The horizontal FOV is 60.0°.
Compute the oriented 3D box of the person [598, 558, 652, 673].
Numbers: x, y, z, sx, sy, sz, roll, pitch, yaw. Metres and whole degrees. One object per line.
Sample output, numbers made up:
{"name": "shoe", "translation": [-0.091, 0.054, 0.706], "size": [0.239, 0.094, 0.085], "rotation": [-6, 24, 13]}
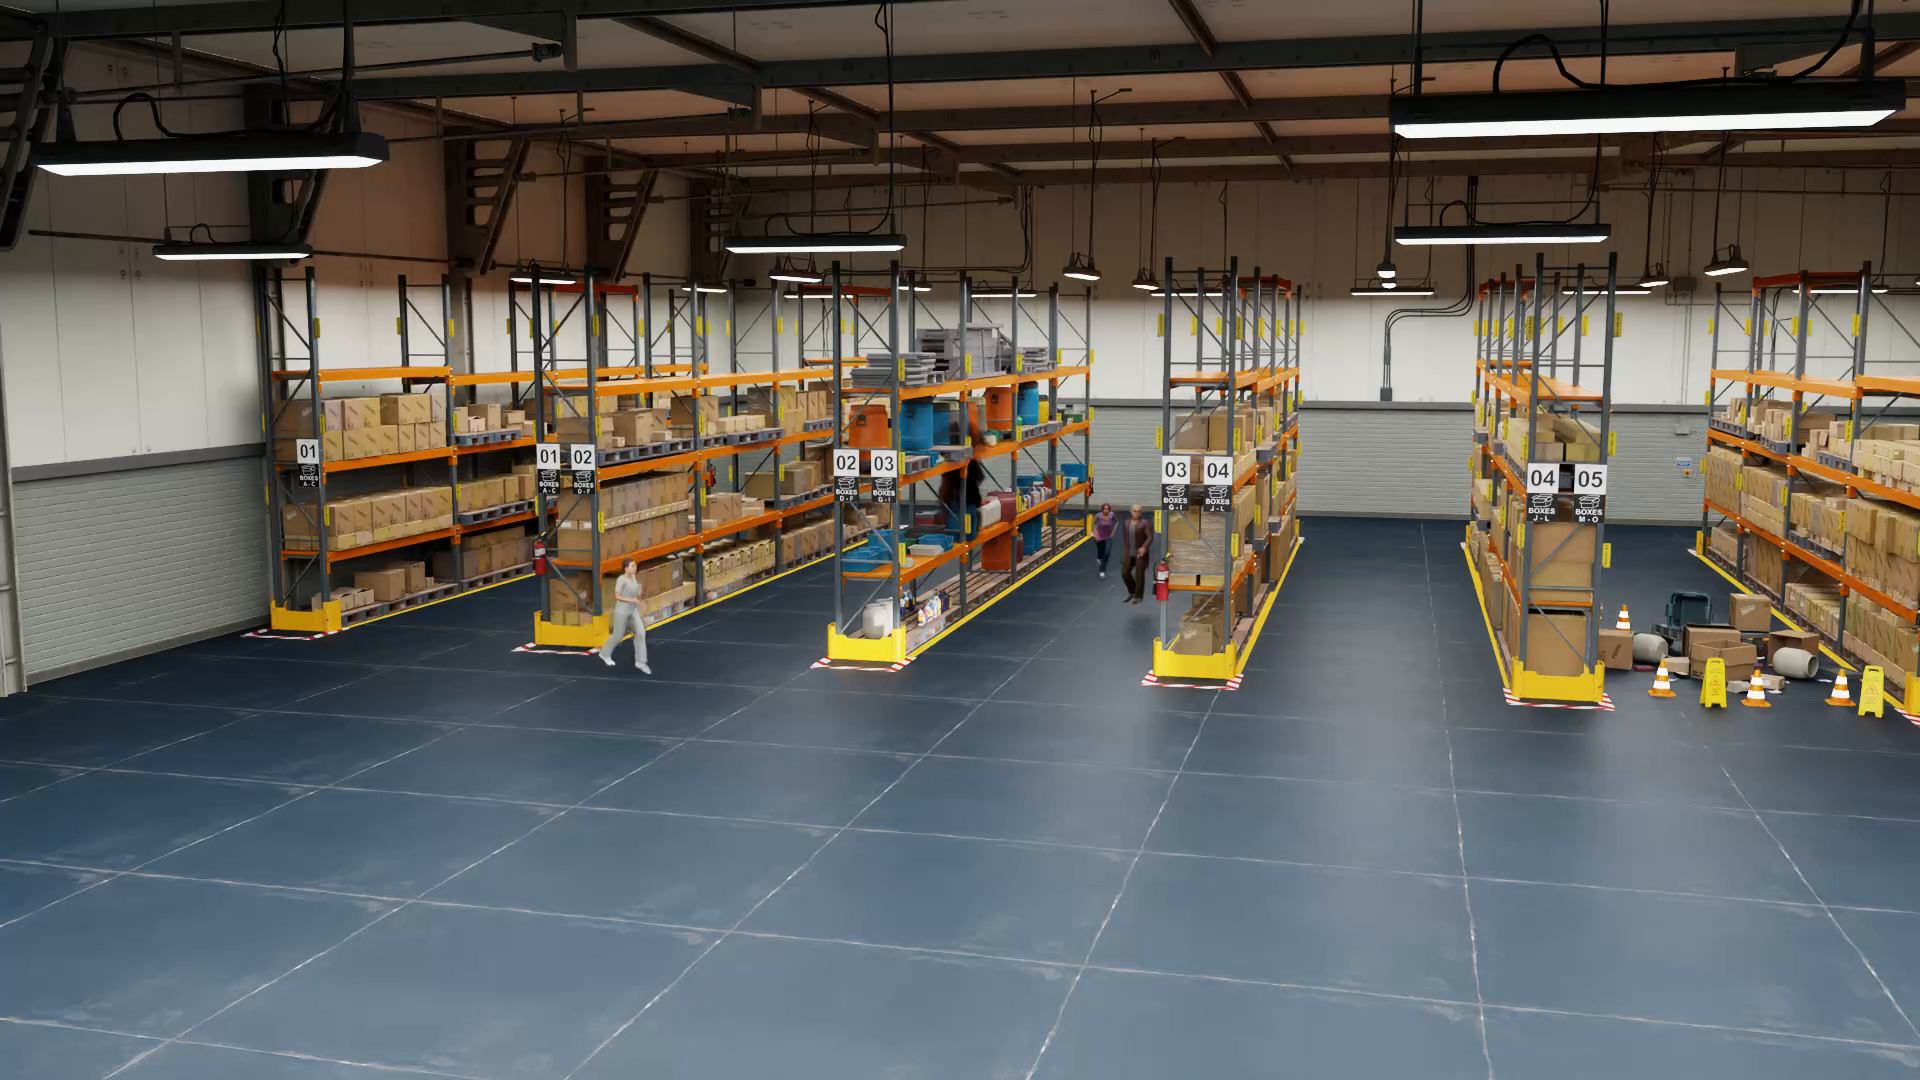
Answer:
{"name": "person", "translation": [-4.938, 1.089, 24.409], "size": [0.937, 1.688, 0.507], "rotation": [5, 9, 33]}

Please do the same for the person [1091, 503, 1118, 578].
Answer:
{"name": "person", "translation": [2.919, -0.015, 33.795], "size": [0.540, 1.548, 0.828], "rotation": [-1, 7, -7]}

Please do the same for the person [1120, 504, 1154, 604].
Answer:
{"name": "person", "translation": [2.996, 0.247, 28.421], "size": [0.708, 1.758, 0.814], "rotation": [4, 8, 29]}
